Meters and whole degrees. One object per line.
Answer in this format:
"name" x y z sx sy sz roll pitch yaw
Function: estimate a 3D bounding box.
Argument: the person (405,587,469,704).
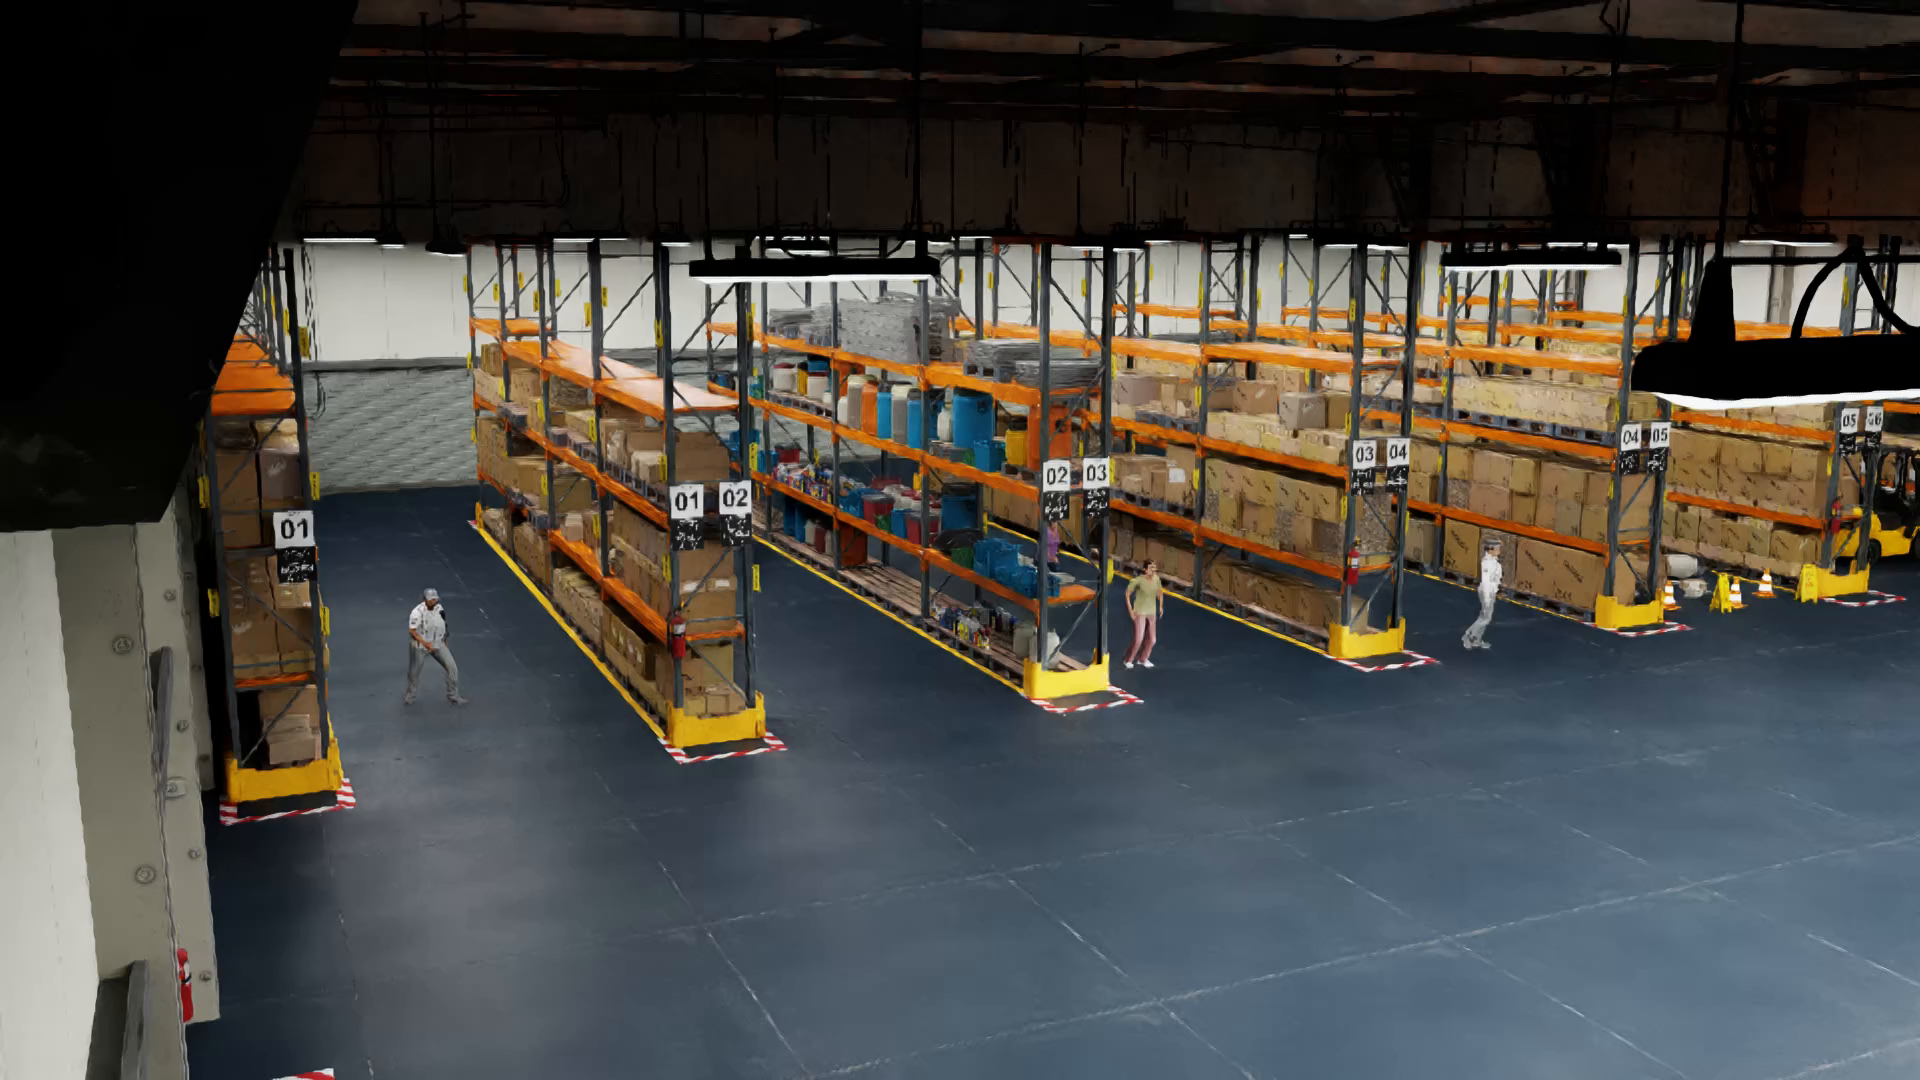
"person" -6.950 1.374 21.816 0.660 1.596 0.811 -10 15 -41

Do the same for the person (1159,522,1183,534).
"person" 4.329 -0.996 33.768 0.591 1.716 1.042 -5 12 -25

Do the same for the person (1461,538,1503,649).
"person" 7.737 0.802 24.624 0.495 1.660 0.644 5 12 25

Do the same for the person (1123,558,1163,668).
"person" 2.605 1.030 23.605 0.598 1.619 0.507 -5 12 -26

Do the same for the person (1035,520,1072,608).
"person" 1.376 0.318 26.623 0.543 1.535 0.795 -10 15 -41
